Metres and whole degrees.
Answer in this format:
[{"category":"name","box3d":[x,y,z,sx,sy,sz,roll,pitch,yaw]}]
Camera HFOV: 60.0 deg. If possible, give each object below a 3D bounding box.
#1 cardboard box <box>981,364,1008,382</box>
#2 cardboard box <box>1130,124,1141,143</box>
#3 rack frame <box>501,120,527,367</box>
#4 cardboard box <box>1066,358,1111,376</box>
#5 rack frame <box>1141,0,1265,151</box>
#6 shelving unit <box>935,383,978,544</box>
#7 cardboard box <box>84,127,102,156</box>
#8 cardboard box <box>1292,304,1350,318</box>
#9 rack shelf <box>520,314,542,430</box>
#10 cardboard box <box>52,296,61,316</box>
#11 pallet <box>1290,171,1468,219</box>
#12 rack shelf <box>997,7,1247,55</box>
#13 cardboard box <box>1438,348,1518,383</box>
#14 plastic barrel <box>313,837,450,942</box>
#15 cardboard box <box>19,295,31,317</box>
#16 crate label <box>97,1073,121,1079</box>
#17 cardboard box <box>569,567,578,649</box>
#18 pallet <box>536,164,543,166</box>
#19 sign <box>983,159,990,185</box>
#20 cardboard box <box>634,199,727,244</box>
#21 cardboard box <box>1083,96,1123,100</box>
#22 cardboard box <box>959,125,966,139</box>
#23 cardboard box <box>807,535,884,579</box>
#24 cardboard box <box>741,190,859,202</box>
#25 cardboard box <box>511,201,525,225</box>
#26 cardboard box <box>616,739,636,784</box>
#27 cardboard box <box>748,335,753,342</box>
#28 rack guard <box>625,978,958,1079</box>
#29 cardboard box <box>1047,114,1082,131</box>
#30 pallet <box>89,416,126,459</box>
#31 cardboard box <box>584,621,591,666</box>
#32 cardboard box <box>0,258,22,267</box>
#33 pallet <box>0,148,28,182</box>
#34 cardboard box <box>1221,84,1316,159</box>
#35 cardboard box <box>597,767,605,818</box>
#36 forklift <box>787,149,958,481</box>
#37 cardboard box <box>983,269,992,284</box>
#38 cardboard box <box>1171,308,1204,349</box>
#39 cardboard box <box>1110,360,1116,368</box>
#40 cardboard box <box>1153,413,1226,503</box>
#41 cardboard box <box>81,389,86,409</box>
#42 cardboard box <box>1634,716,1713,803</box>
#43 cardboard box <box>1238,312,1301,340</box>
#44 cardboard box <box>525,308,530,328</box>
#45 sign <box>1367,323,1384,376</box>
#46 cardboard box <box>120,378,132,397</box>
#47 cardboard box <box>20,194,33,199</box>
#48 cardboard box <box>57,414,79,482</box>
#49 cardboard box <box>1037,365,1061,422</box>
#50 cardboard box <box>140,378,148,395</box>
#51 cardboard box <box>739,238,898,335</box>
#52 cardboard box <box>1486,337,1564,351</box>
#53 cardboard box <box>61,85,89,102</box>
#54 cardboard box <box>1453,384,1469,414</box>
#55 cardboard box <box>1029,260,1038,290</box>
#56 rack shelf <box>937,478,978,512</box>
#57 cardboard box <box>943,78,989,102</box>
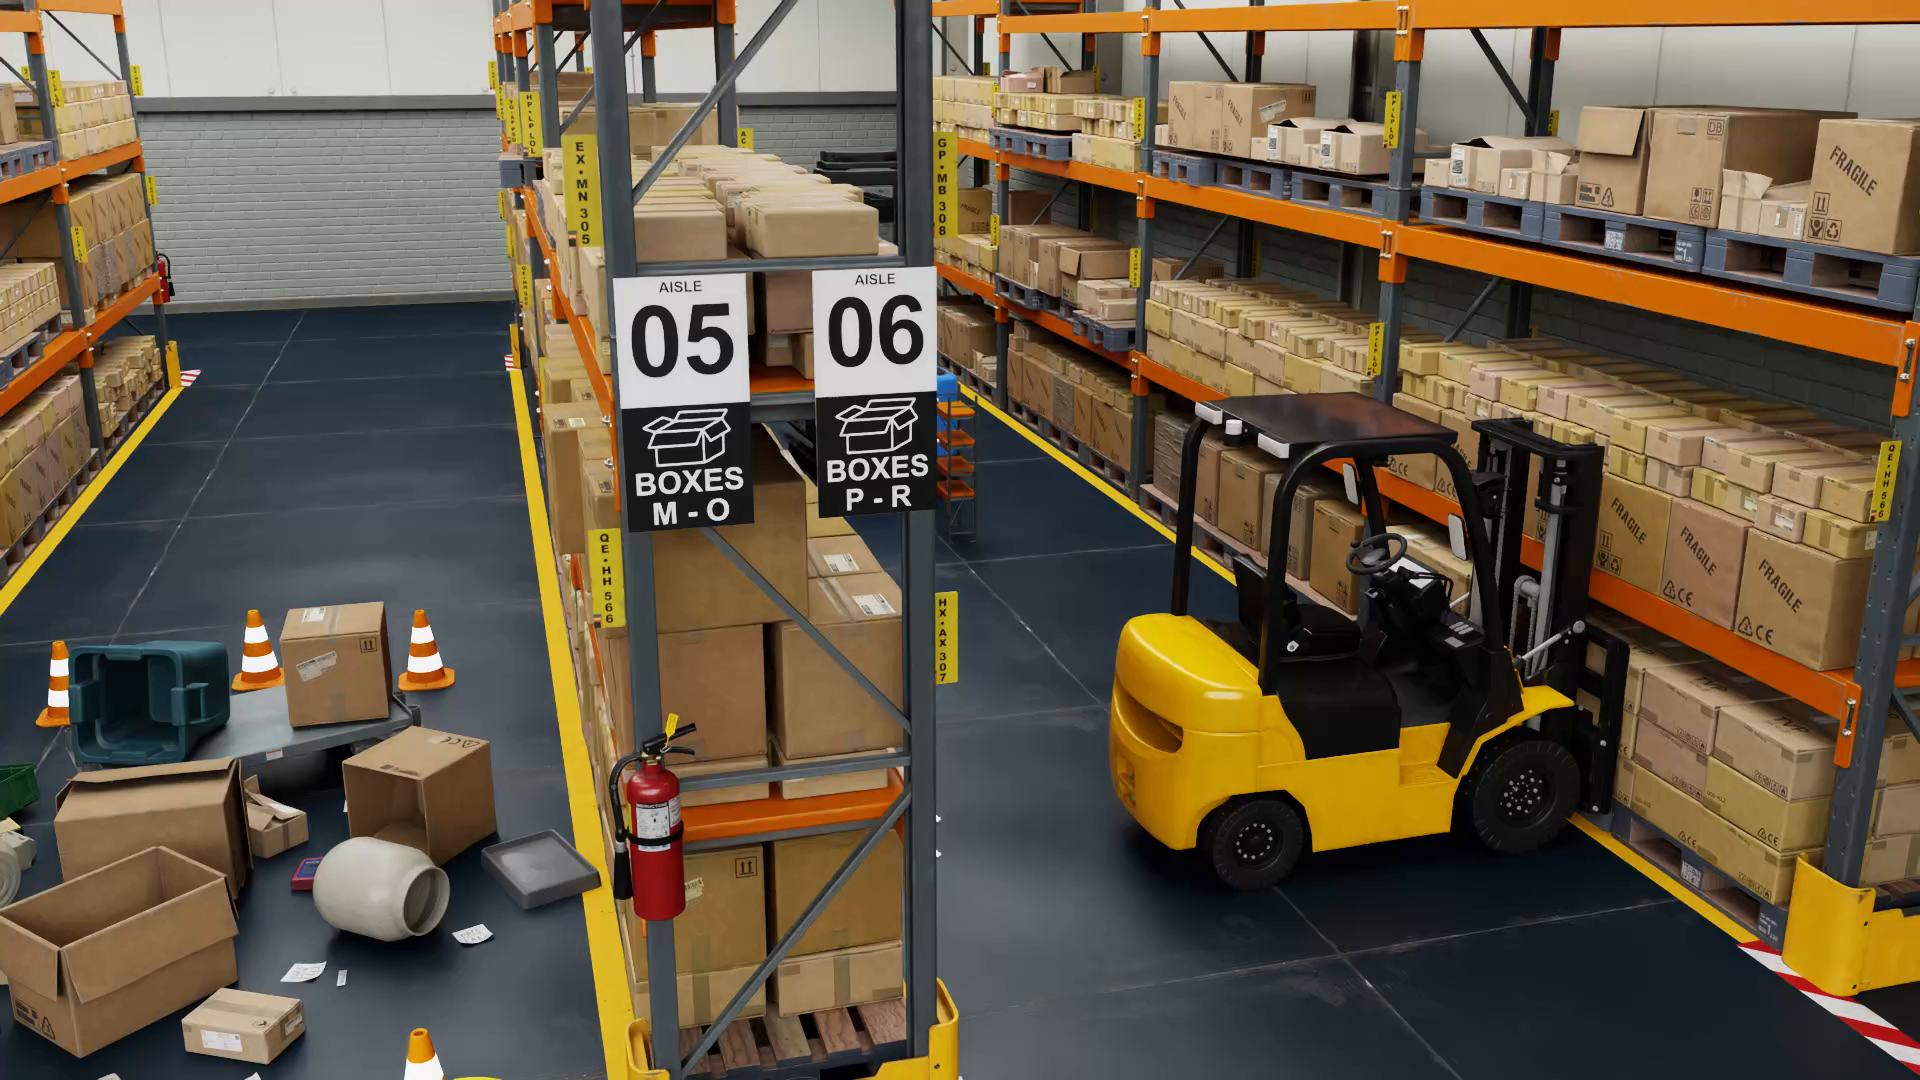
[{"category":"cardboard box","box3d":[0.460,-1.889,18.752,0.380,0.149,0.250,-5,18,-17]},{"category":"cardboard box","box3d":[1.666,-3.451,14.079,0.380,0.149,0.250,-4,17,-14]},{"category":"rack frame","box3d":[-4.976,-3.635,20.340,1.000,3.000,0.127,-5,17,-15]},{"category":"cardboard box","box3d":[1.259,-1.688,16.345,0.380,0.149,0.250,-5,17,-15]},{"category":"rack frame","box3d":[1.995,-4.689,13.420,1.000,3.000,0.127,-5,17,-15]},{"category":"shelving unit","box3d":[-0.046,-0.620,13.432,0.258,1.200,0.503,-5,17,-15]},{"category":"cardboard box","box3d":[-8.752,-3.907,16.290,0.500,0.250,0.500,-4,17,-13]},{"category":"cardboard box","box3d":[2.719,-1.677,12.520,0.380,0.149,0.250,-4,17,-14]},{"category":"rack shelf","box3d":[-3.327,-1.631,14.918,1.077,0.370,4.000,-5,17,-15]},{"category":"cardboard box","box3d":[-8.308,-2.096,14.923,0.380,0.149,0.250,-5,17,-17]},{"category":"pallet","box3d":[2.839,-2.297,11.004,0.805,0.209,1.217,-5,18,-17]},{"category":"rack shelf","box3d":[1.445,-4.706,15.423,1.077,0.370,4.000,-5,17,-15]},{"category":"cardboard box","box3d":[3.072,-1.035,9.865,0.380,0.149,0.250,-4,17,-14]},{"category":"plastic barrel","box3d":[-2.602,1.573,7.480,0.512,0.421,0.421,7,18,23]},{"category":"cardboard box","box3d":[-8.020,-1.949,13.917,0.380,0.149,0.250,-6,18,-18]},{"category":"crate label","box3d":[-3.186,2.114,6.177,0.298,0.136,0.250,16,23,42]},{"category":"cardboard box","box3d":[-2.025,0.398,10.751,0.950,0.372,0.625,-4,17,-12]},{"category":"pallet","box3d":[-3.577,-3.624,15.421,0.805,0.209,1.217,-5,18,-17]},{"category":"sign","box3d":[0.335,-4.773,21.565,0.100,0.325,0.005,-5,17,-15]},{"category":"cardboard box","box3d":[-0.989,-1.052,5.578,0.380,0.149,0.250,-4,17,-14]},{"category":"cardboard box","box3d":[1.396,-4.195,16.004,0.380,0.149,0.250,-5,17,-15]},{"category":"cardboard box","box3d":[0.199,-4.671,19.012,0.380,0.149,0.250,-5,17,-15]},{"category":"cardboard box","box3d":[-0.587,0.304,6.534,0.500,0.500,0.500,-4,17,-14]},{"category":"cardboard box","box3d":[-0.574,-1.165,5.951,0.380,0.149,0.250,-5,17,-15]},{"category":"cardboard box","box3d":[-4.271,-3.164,16.860,0.500,0.500,0.500,-5,17,-16]},{"category":"cardboard box","box3d":[-1.063,0.763,6.135,0.380,0.149,0.250,-5,17,-16]},{"category":"cardboard box","box3d":[-0.647,-0.851,6.295,0.380,0.149,0.250,-5,17,-16]},{"category":"rack guard","box3d":[-0.599,1.967,6.036,1.175,0.500,0.348,-5,17,-15]},{"category":"cardboard box","box3d":[1.042,-3.950,15.708,0.380,0.149,0.250,-4,17,-14]},{"category":"pallet","box3d":[-8.827,-0.957,16.271,1.003,0.211,1.213,-5,17,-15]},{"category":"cardboard box","box3d":[-1.656,0.496,8.206,0.380,0.149,0.250,-4,17,-13]},{"category":"cardboard box","box3d":[-9.012,-2.411,15.574,0.500,0.500,0.500,-5,17,-15]},{"category":"pallet","box3d":[-8.253,-2.990,13.305,1.213,0.211,1.003,-5,17,-15]},{"category":"cardboard box","box3d":[2.239,-3.048,12.094,0.500,0.500,0.500,-4,17,-14]},{"category":"cardboard box","box3d":[-1.469,1.278,8.034,0.500,0.250,0.500,-5,17,-16]},{"category":"forklift","box3d":[-1.005,-2.165,15.565,1.130,2.935,3.031,-6,18,-20]},{"category":"cardboard box","box3d":[0.472,-2.940,18.464,0.380,0.149,0.250,-4,17,-14]},{"category":"cardboard box","box3d":[2.018,-1.703,13.298,0.500,0.250,0.500,-4,17,-14]},{"category":"cardboard box","box3d":[1.711,-1.731,16.488,0.380,0.149,0.250,-5,18,-17]},{"category":"cardboard box","box3d":[2.153,-0.706,13.986,0.875,0.625,0.625,-4,17,-13]},{"category":"cardboard box","box3d":[-8.503,-1.342,15.896,0.380,0.149,0.250,-4,17,-13]},{"category":"cardboard box","box3d":[3.631,1.024,8.010,0.500,0.250,0.500,-5,17,-16]},{"category":"cardboard box","box3d":[2.259,-1.563,12.141,0.380,0.149,0.250,-5,17,-17]},{"category":"cardboard box","box3d":[-3.459,-1.985,14.239,0.500,0.250,0.500,-5,17,-17]},{"category":"sign","box3d":[2.575,-1.180,10.293,0.100,0.325,0.005,-5,17,-15]},{"category":"cardboard box","box3d":[-8.790,-1.568,17.168,0.380,0.149,0.250,-5,17,-16]},{"category":"cardboard box","box3d":[-9.144,-3.030,15.896,0.500,0.500,0.500,-5,18,-17]},{"category":"cardboard box","box3d":[-8.022,-0.787,14.472,0.500,0.500,0.500,-5,17,-17]},{"category":"cardboard box","box3d":[1.101,-1.490,16.812,0.500,0.500,0.500,-5,17,-17]},{"category":"cardboard box","box3d":[-8.993,-1.647,17.945,0.380,0.149,0.250,-6,18,-18]},{"category":"cardboard box","box3d":[-0.460,-0.877,5.687,0.500,0.250,0.500,-5,17,-16]},{"category":"cardboard box","box3d":[3.472,-1.146,10.235,0.380,0.149,0.250,-5,17,-15]},{"category":"cardboard box","box3d":[-8.770,-4.372,16.276,0.380,0.149,0.250,-4,17,-12]},{"category":"cardboard box","box3d":[3.100,-0.818,9.658,0.380,0.149,0.250,-5,17,-15]},{"category":"cardboard box","box3d":[0.908,-2.644,16.545,0.396,0.266,0.258,-4,17,-13]},{"category":"rack shelf","box3d":[-0.046,-0.366,13.508,0.258,0.148,0.480,-5,17,-15]},{"category":"cardboard box","box3d":[0.099,-5.212,19.251,0.500,0.250,0.500,-4,17,-14]}]
